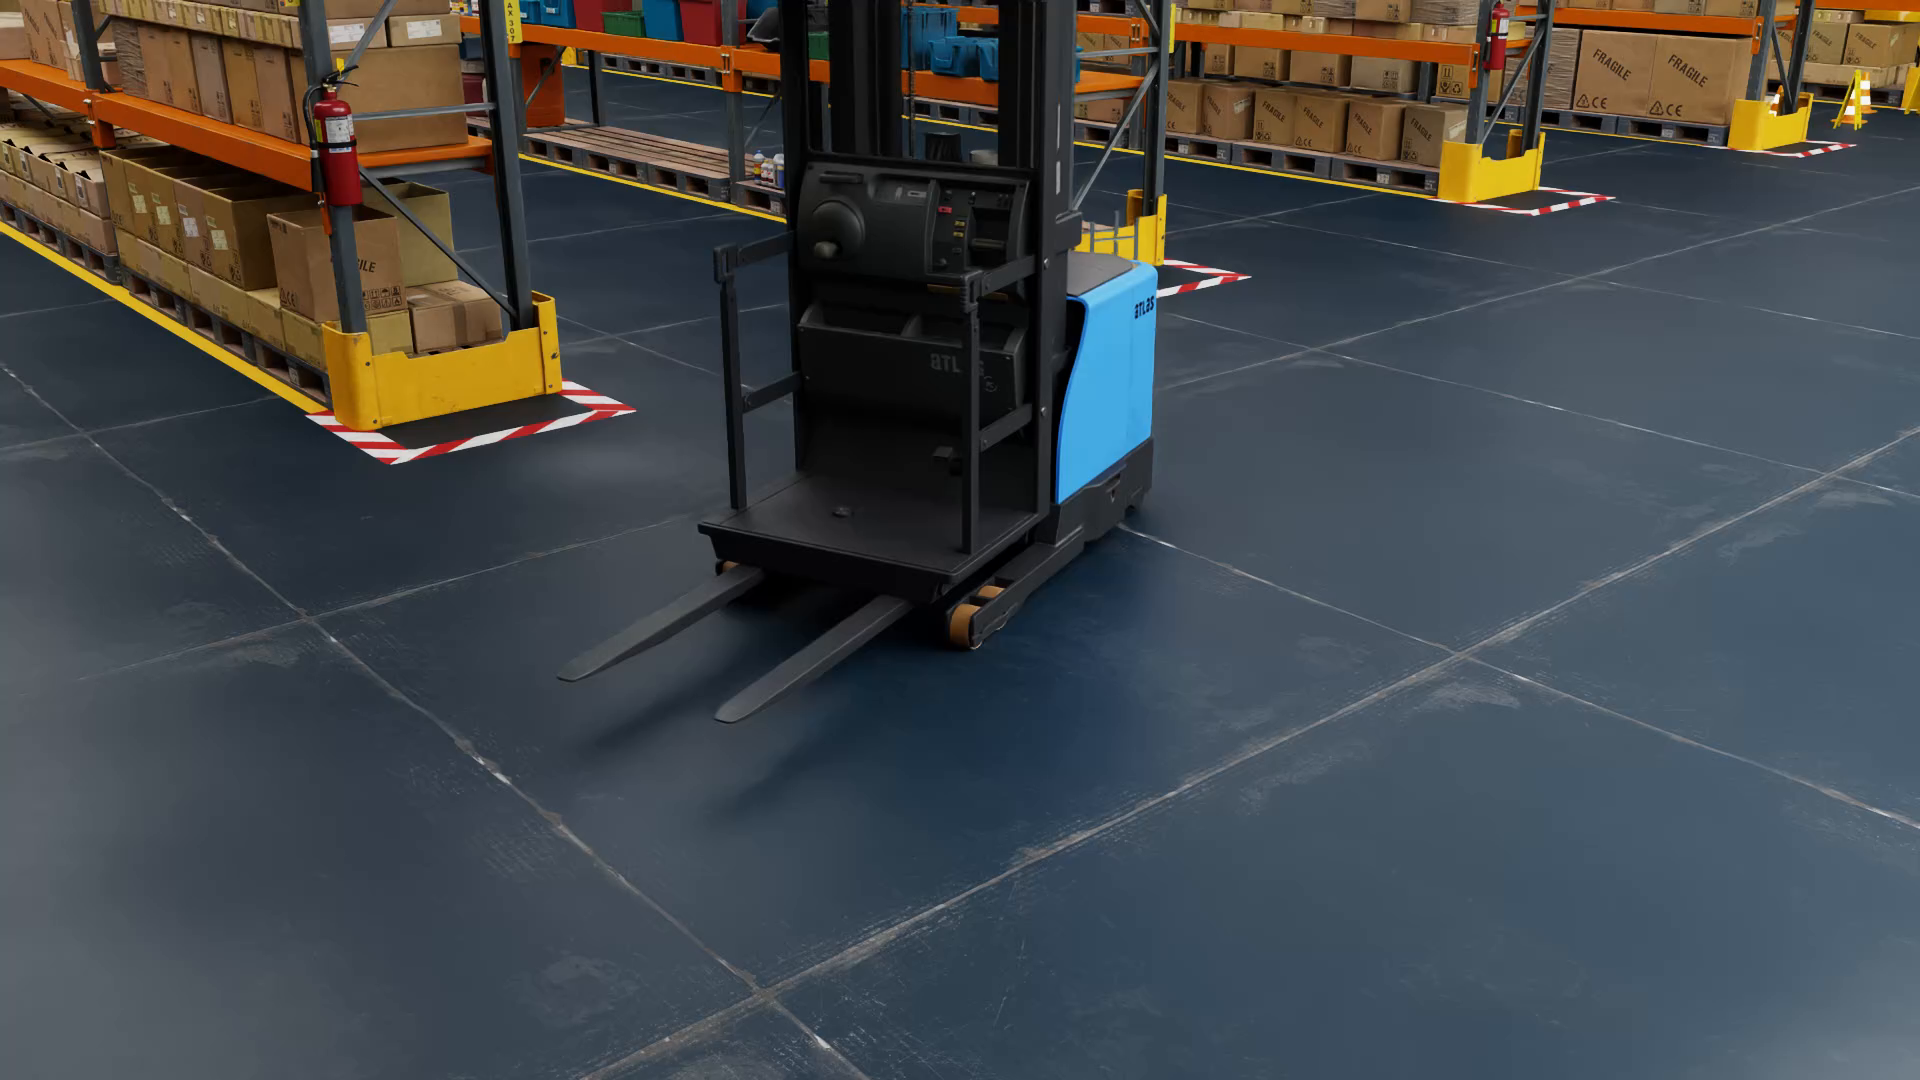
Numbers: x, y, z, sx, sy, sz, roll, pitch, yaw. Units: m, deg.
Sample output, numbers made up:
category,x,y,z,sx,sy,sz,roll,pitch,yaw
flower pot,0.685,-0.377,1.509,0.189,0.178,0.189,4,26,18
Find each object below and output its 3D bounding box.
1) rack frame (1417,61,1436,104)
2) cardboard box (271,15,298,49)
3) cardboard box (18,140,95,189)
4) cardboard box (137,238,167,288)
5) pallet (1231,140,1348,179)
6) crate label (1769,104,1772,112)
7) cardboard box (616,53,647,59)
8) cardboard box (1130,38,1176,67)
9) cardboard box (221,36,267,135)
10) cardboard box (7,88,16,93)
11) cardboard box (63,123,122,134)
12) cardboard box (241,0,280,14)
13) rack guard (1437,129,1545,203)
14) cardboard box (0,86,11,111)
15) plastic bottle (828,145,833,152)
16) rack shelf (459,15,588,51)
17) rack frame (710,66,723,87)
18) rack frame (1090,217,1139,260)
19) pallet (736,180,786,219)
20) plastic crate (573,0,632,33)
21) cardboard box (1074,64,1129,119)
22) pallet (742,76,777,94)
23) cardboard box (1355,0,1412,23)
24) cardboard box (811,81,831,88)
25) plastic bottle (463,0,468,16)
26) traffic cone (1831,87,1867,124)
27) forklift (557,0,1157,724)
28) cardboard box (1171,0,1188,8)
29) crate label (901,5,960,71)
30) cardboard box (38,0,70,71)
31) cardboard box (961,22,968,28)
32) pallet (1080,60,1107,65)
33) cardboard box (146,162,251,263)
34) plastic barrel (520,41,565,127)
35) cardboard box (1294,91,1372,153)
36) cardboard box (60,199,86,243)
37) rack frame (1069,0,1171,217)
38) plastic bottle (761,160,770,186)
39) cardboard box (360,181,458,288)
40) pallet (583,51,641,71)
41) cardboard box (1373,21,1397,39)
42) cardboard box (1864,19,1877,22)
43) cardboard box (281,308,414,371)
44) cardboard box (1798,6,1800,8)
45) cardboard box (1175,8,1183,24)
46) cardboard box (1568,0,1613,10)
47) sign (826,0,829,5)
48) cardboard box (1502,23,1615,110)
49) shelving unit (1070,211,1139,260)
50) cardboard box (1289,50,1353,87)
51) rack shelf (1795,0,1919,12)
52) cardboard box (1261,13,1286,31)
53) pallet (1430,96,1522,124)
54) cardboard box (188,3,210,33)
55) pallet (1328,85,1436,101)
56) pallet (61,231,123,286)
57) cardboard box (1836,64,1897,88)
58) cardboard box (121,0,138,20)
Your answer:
category,x,y,z,sx,sy,sz,roll,pitch,yaw
rack frame,6.006,-6.744,20.089,1.000,3.000,0.127,-17,27,-37
cardboard box,-3.280,-2.609,8.506,0.380,0.149,0.250,-17,27,-36
cardboard box,-6.800,-2.874,12.634,0.500,0.311,0.500,-18,28,-38
cardboard box,-4.930,-1.809,10.685,0.500,0.250,0.500,-17,27,-37
pallet,3.448,-3.778,16.341,1.003,0.211,1.213,-17,27,-37
crate label,9.864,-5.168,19.991,0.298,0.136,0.250,7,23,18
cardboard box,-4.579,-7.703,24.876,0.875,0.875,0.875,-17,27,-37
cardboard box,2.767,-7.000,23.595,0.500,0.500,0.500,-18,27,-38
cardboard box,-3.675,-2.590,9.346,0.700,0.500,0.500,-17,27,-37
cardboard box,-9.365,-4.140,16.264,0.500,0.500,0.500,-17,27,-37
cardboard box,-7.063,-3.287,13.689,0.500,0.311,0.500,-18,28,-38
cardboard box,-3.391,-3.070,8.793,0.700,0.500,0.500,-18,28,-39
rack guard,4.743,-3.343,14.833,1.175,0.500,0.348,-17,27,-37
cardboard box,-8.764,-3.946,14.742,0.500,0.250,0.500,-16,27,-35
plastic bottle,-1.041,-3.240,14.171,0.144,0.351,0.185,-17,27,-37
rack shelf,-5.487,-5.735,18.499,1.077,0.370,4.000,-17,27,-37
rack frame,-3.040,-7.801,22.789,1.000,3.000,0.127,-17,27,-37
rack frame,0.680,-0.839,7.477,0.240,1.200,0.006,-9,23,-22
pallet,-1.163,-2.918,14.145,1.003,0.211,1.213,-17,27,-37
plastic crate,-3.358,-5.027,15.619,0.402,0.464,0.583,-17,27,-37
cardboard box,1.501,-4.943,18.315,0.700,0.500,0.500,-18,27,-38
pallet,-2.479,-6.308,22.799,1.003,0.211,1.213,-17,27,-37
cardboard box,4.038,-4.939,14.936,0.875,0.500,0.500,-17,27,-37
cardboard box,-1.440,-6.346,21.411,1.225,0.875,0.875,-17,27,-37
plastic bottle,-5.171,-5.615,17.480,0.097,0.201,0.097,0,21,0
traffic cone,10.424,-5.117,19.415,0.336,0.463,0.334,-17,27,-37
forklift,-0.279,-1.155,5.914,1.130,2.935,3.031,11,24,26
cardboard box,2.429,-5.637,16.718,0.875,0.500,0.500,-17,27,-37
crate label,-0.365,-3.767,12.441,0.502,0.435,0.616,-17,27,-37
cardboard box,-6.485,-3.780,12.385,0.500,0.500,0.500,-17,27,-37
cardboard box,0.157,-8.197,26.316,0.380,0.149,0.250,-17,27,-37
pallet,2.093,-7.104,24.831,1.003,0.211,1.213,-17,27,-37
cardboard box,-4.607,-2.019,10.192,0.500,0.500,0.500,-17,27,-37
plastic barrel,-4.513,-4.833,17.611,0.600,0.830,0.708,-17,27,-37
cardboard box,3.588,-4.028,16.008,0.500,0.500,0.500,-14,26,-33
cardboard box,-6.144,-2.335,12.026,0.500,0.250,0.500,-18,28,-38
rack frame,1.041,-3.307,11.313,1.000,3.000,0.127,-17,27,-37
plastic bottle,-1.628,-3.093,14.002,0.097,0.201,0.097,0,21,0
cardboard box,-3.223,-1.732,9.459,0.500,0.500,0.500,-17,27,-37
pallet,-5.070,-7.406,25.602,1.003,0.211,1.213,-17,27,-37
cardboard box,3.934,-4.597,14.953,0.380,0.149,0.250,-17,27,-37
cardboard box,11.623,-6.548,21.755,0.500,0.500,0.500,-19,28,-39
cardboard box,-3.288,-1.122,8.929,0.500,0.250,0.500,-17,27,-37
cardboard box,13.098,-8.364,26.906,0.875,0.625,0.625,-16,26,-35
cardboard box,2.248,-5.271,16.673,0.380,0.149,0.250,-17,27,-37
cardboard box,7.317,-6.268,18.669,0.875,0.550,0.500,-17,27,-37
sign,-1.146,-4.669,14.411,0.100,0.325,0.005,-17,27,-37
cardboard box,6.954,-5.511,19.280,0.875,0.875,0.875,-17,27,-37
shelving unit,0.643,-0.869,7.555,0.258,1.200,0.189,-9,23,-22
cardboard box,4.905,-6.309,21.488,1.050,0.750,0.750,-17,27,-37
rack shelf,10.995,-7.062,21.889,1.077,0.370,4.000,-17,27,-37
cardboard box,3.084,-4.932,15.807,0.380,0.149,0.250,-17,27,-37
pallet,6.443,-5.217,20.013,1.003,0.211,1.213,-17,27,-37
cardboard box,-4.122,-2.965,9.416,0.380,0.149,0.250,-18,28,-38
pallet,5.445,-5.641,21.096,1.003,0.211,1.213,-17,27,-37
pallet,-5.836,-2.130,12.132,1.003,0.211,1.213,-17,27,-37
cardboard box,11.553,-5.926,21.196,0.500,0.250,0.500,-18,27,-38
cardboard box,-4.963,-3.322,10.325,0.380,0.149,0.250,-18,28,-39
